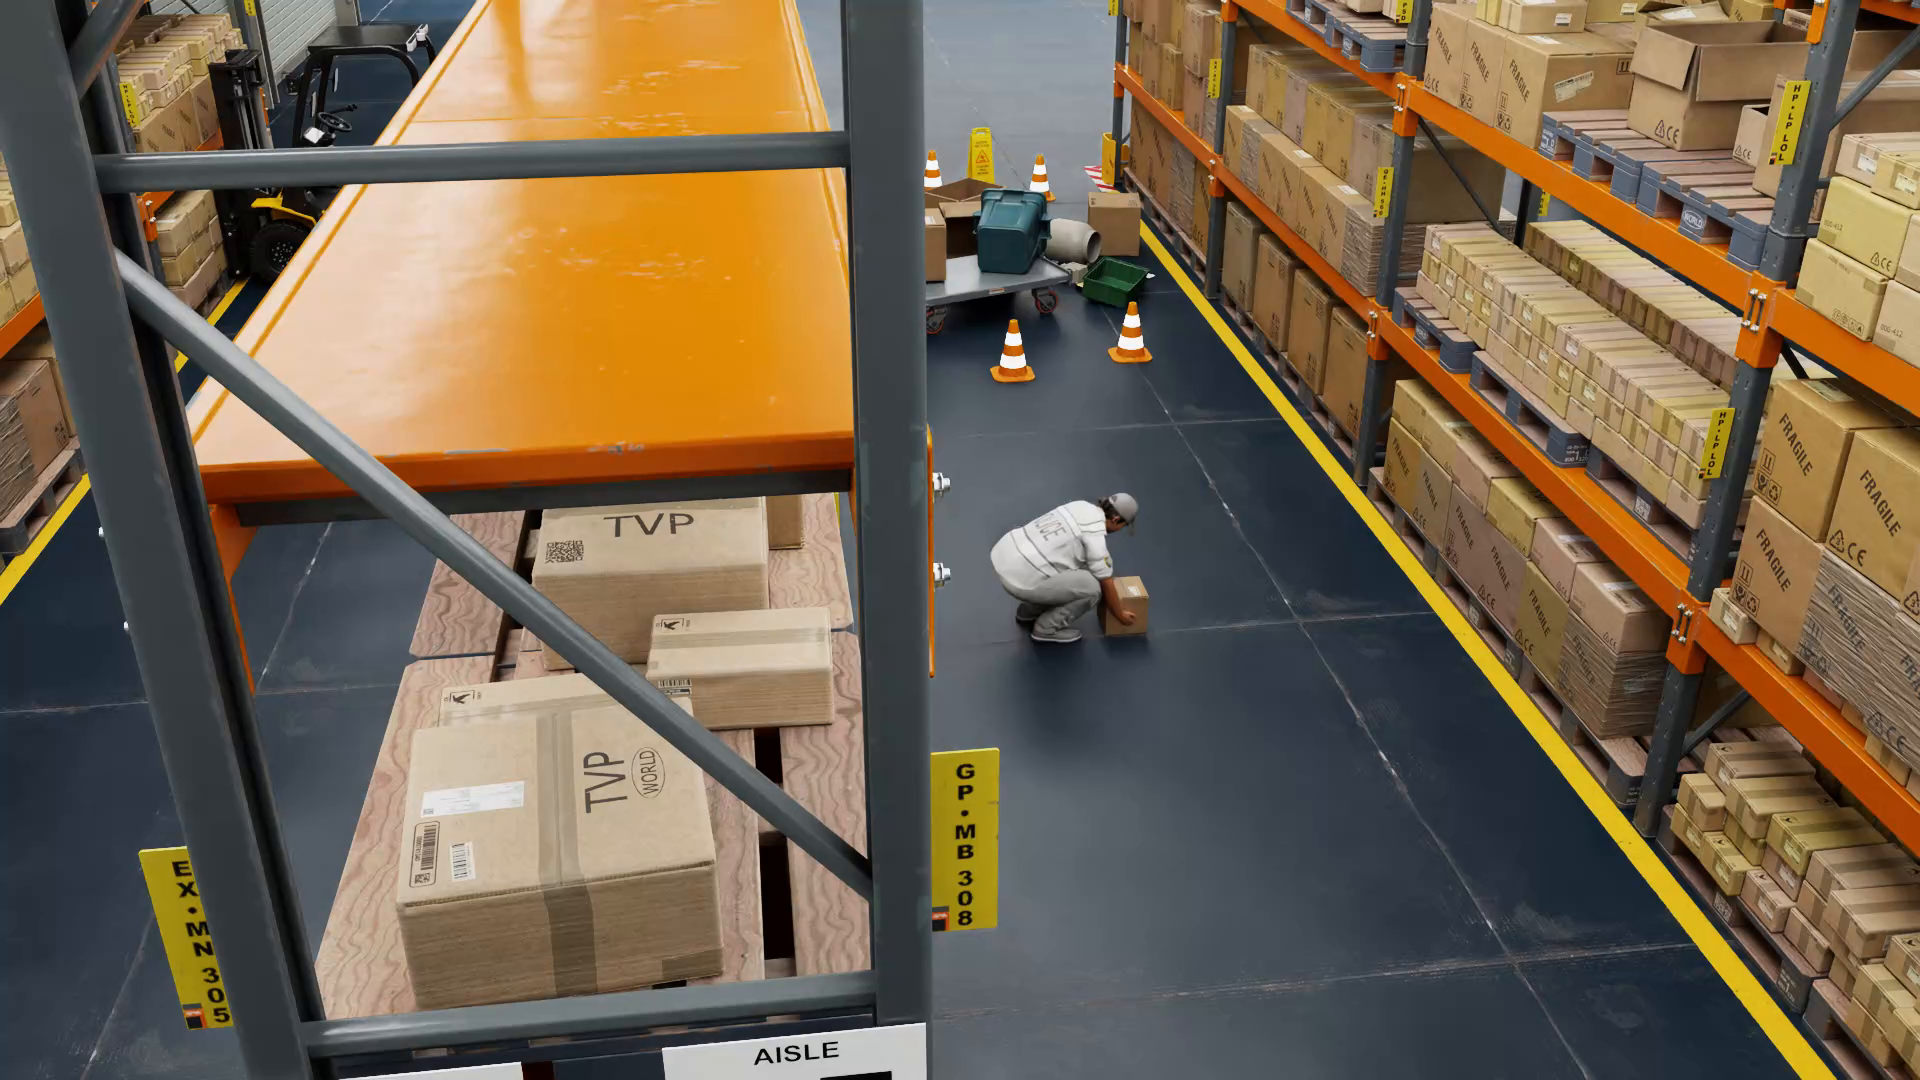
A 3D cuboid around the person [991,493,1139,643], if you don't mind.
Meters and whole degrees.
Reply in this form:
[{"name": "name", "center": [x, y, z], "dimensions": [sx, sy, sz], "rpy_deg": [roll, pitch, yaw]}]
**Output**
[{"name": "person", "center": [0.616, 0.150, 9.711], "dimensions": [0.867, 0.837, 0.517], "rpy_deg": [-4, 28, -7]}]
